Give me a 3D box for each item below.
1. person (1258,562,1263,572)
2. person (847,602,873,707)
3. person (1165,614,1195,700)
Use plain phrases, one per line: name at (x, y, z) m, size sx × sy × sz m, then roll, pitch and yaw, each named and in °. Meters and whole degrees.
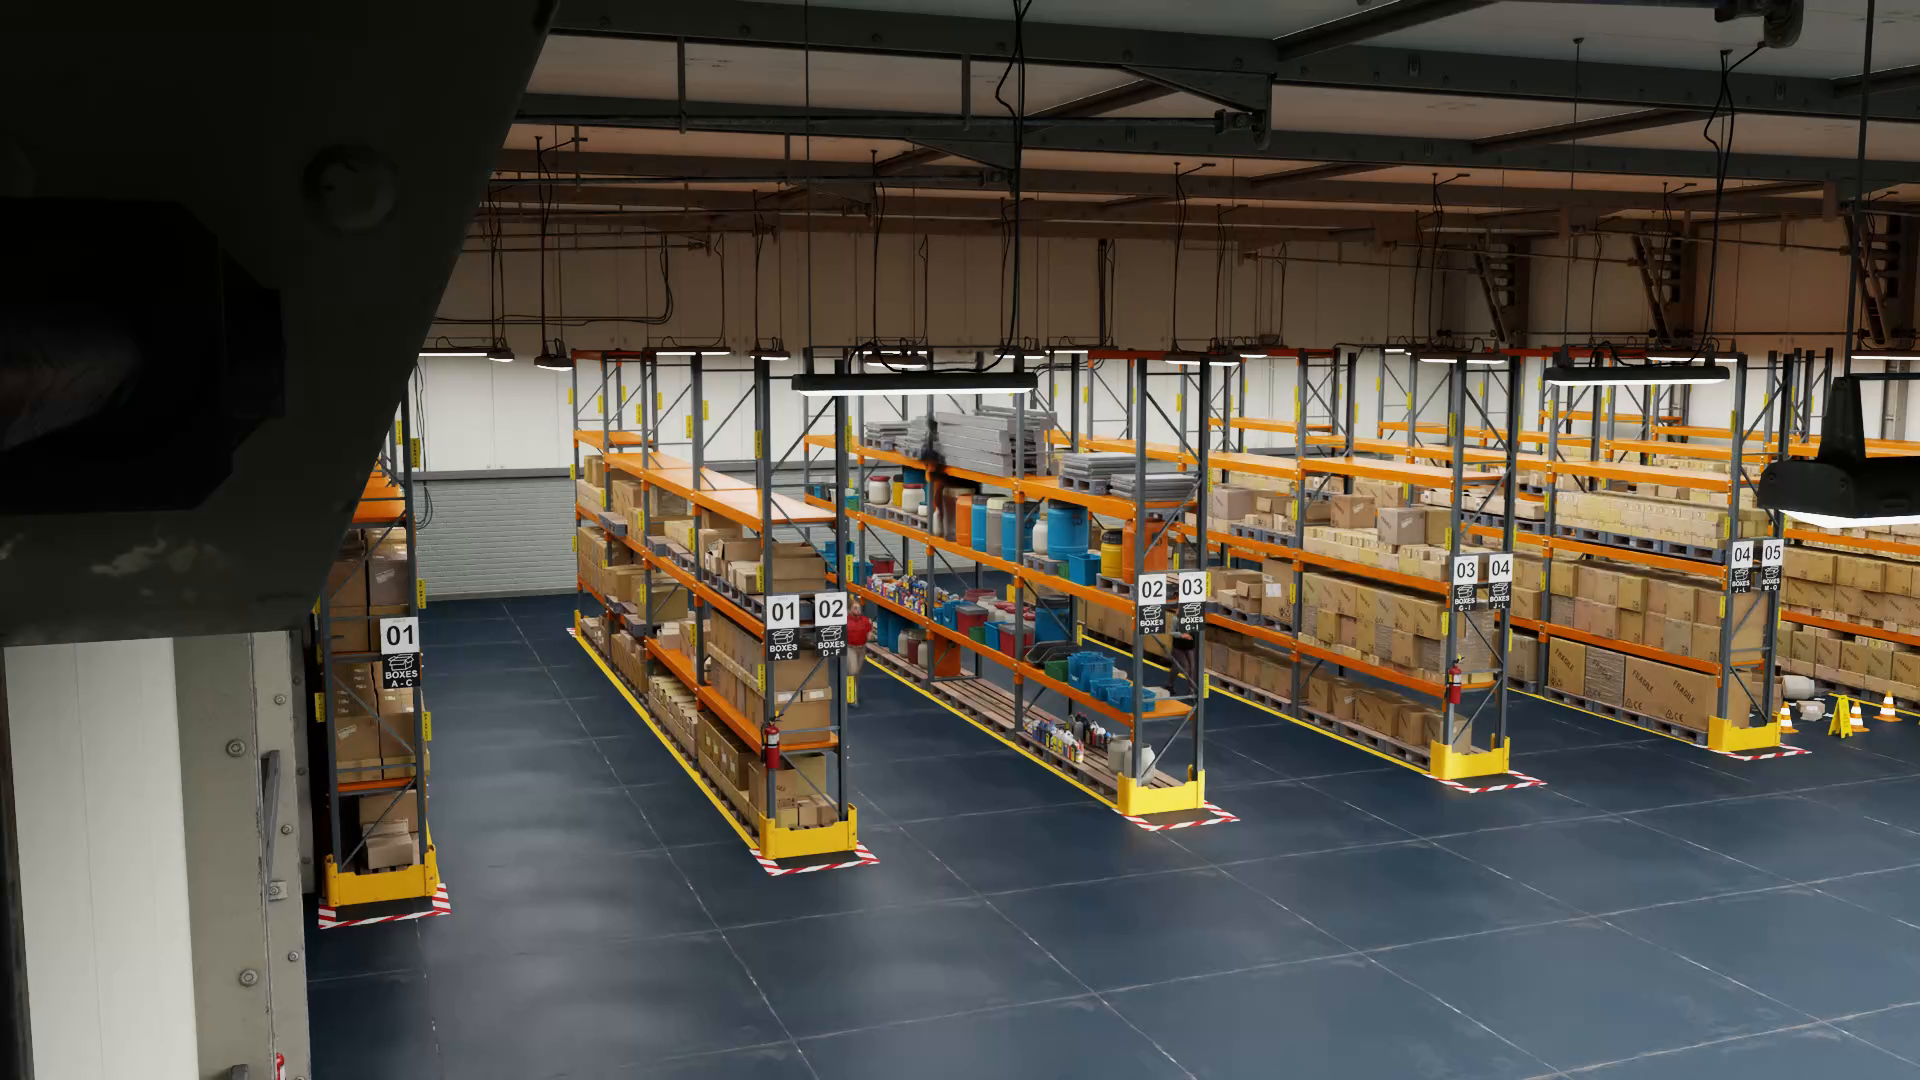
person at (7.696, 0.396, 40.900) m, size 0.721 × 1.803 × 0.787 m, roll -6°, pitch 9°, yaw -40°
person at (-1.799, 1.948, 28.512) m, size 0.642 × 1.802 × 0.800 m, roll -4°, pitch 8°, yaw -30°
person at (3.857, 1.900, 28.757) m, size 0.610 × 1.754 × 0.889 m, roll -3°, pitch 8°, yaw -21°
